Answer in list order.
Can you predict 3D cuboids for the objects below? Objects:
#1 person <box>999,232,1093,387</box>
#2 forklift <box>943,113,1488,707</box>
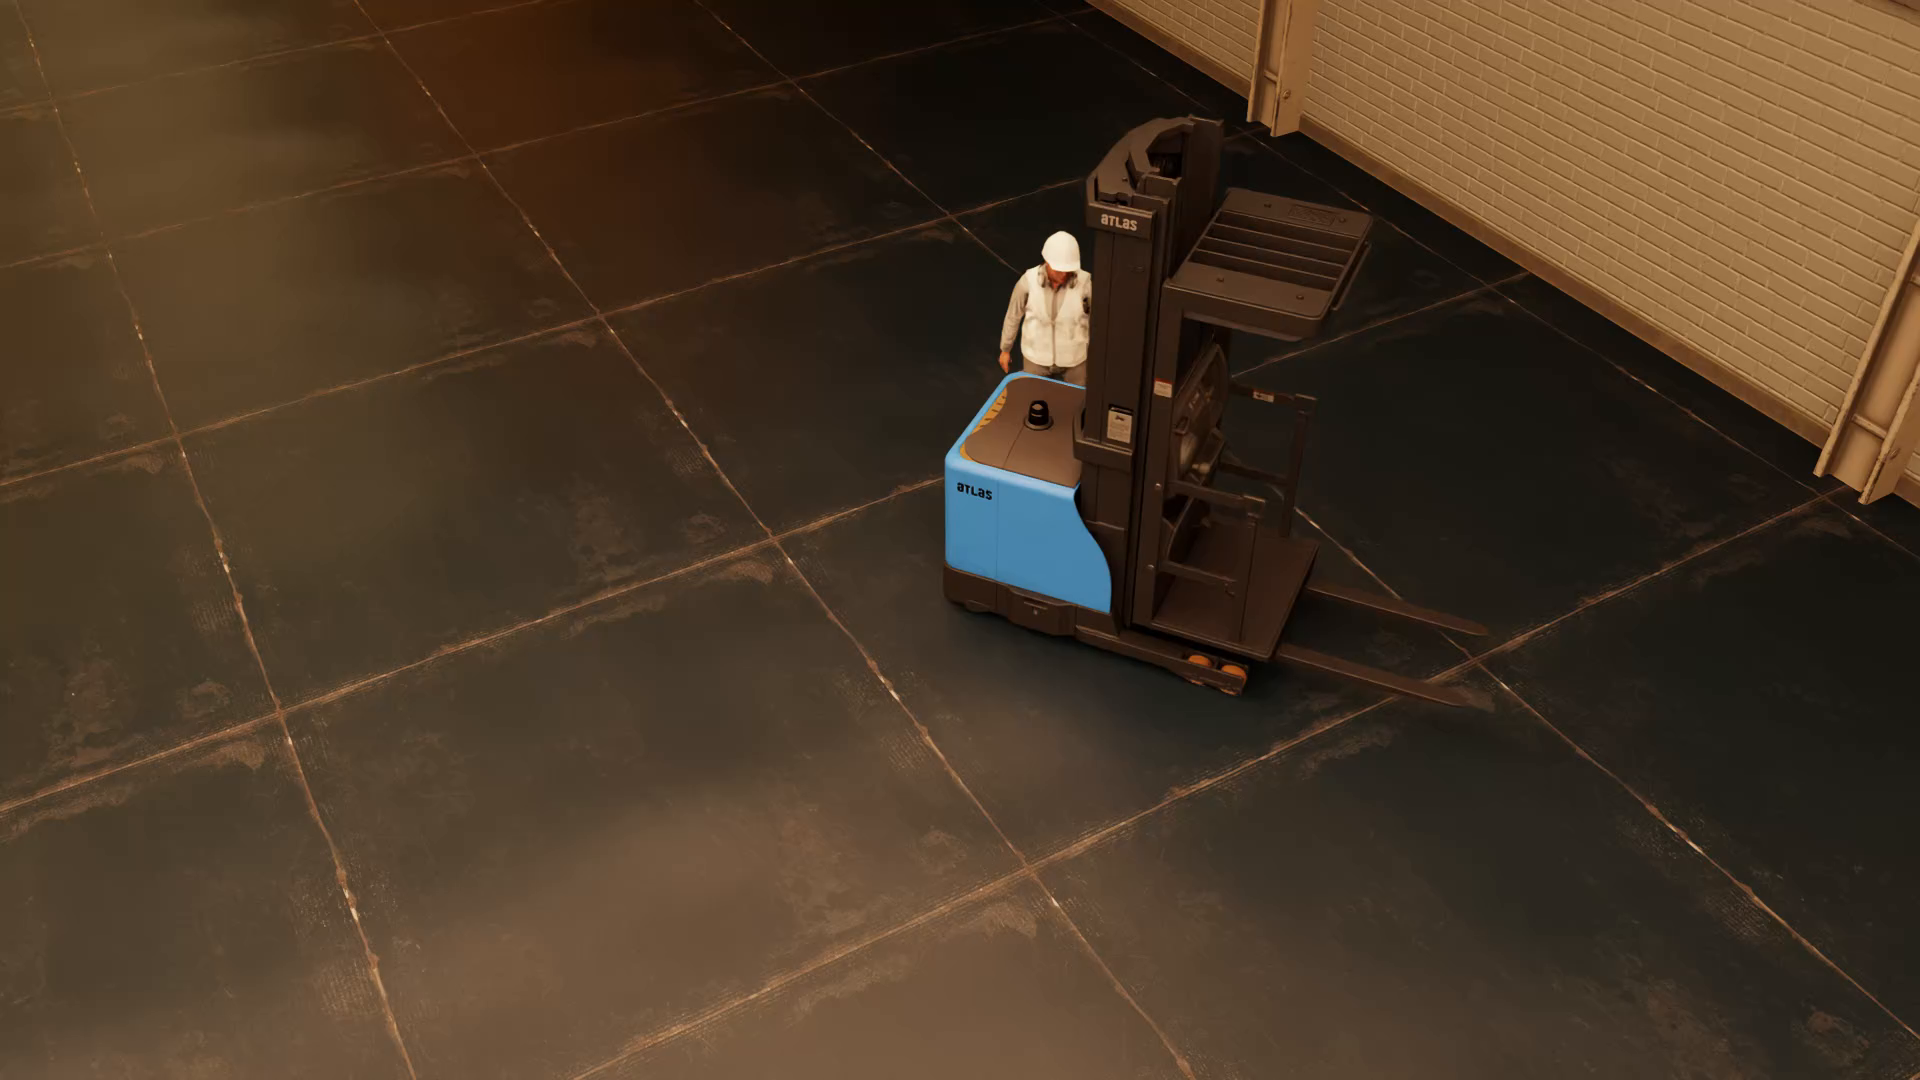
[{"bbox_3d":[0.617,-1.145,10.344,0.764,1.748,0.421,4,40,5],"label":"person"},{"bbox_3d":[1.462,-0.655,8.826,3.031,2.935,1.130,16,42,18],"label":"forklift"}]
